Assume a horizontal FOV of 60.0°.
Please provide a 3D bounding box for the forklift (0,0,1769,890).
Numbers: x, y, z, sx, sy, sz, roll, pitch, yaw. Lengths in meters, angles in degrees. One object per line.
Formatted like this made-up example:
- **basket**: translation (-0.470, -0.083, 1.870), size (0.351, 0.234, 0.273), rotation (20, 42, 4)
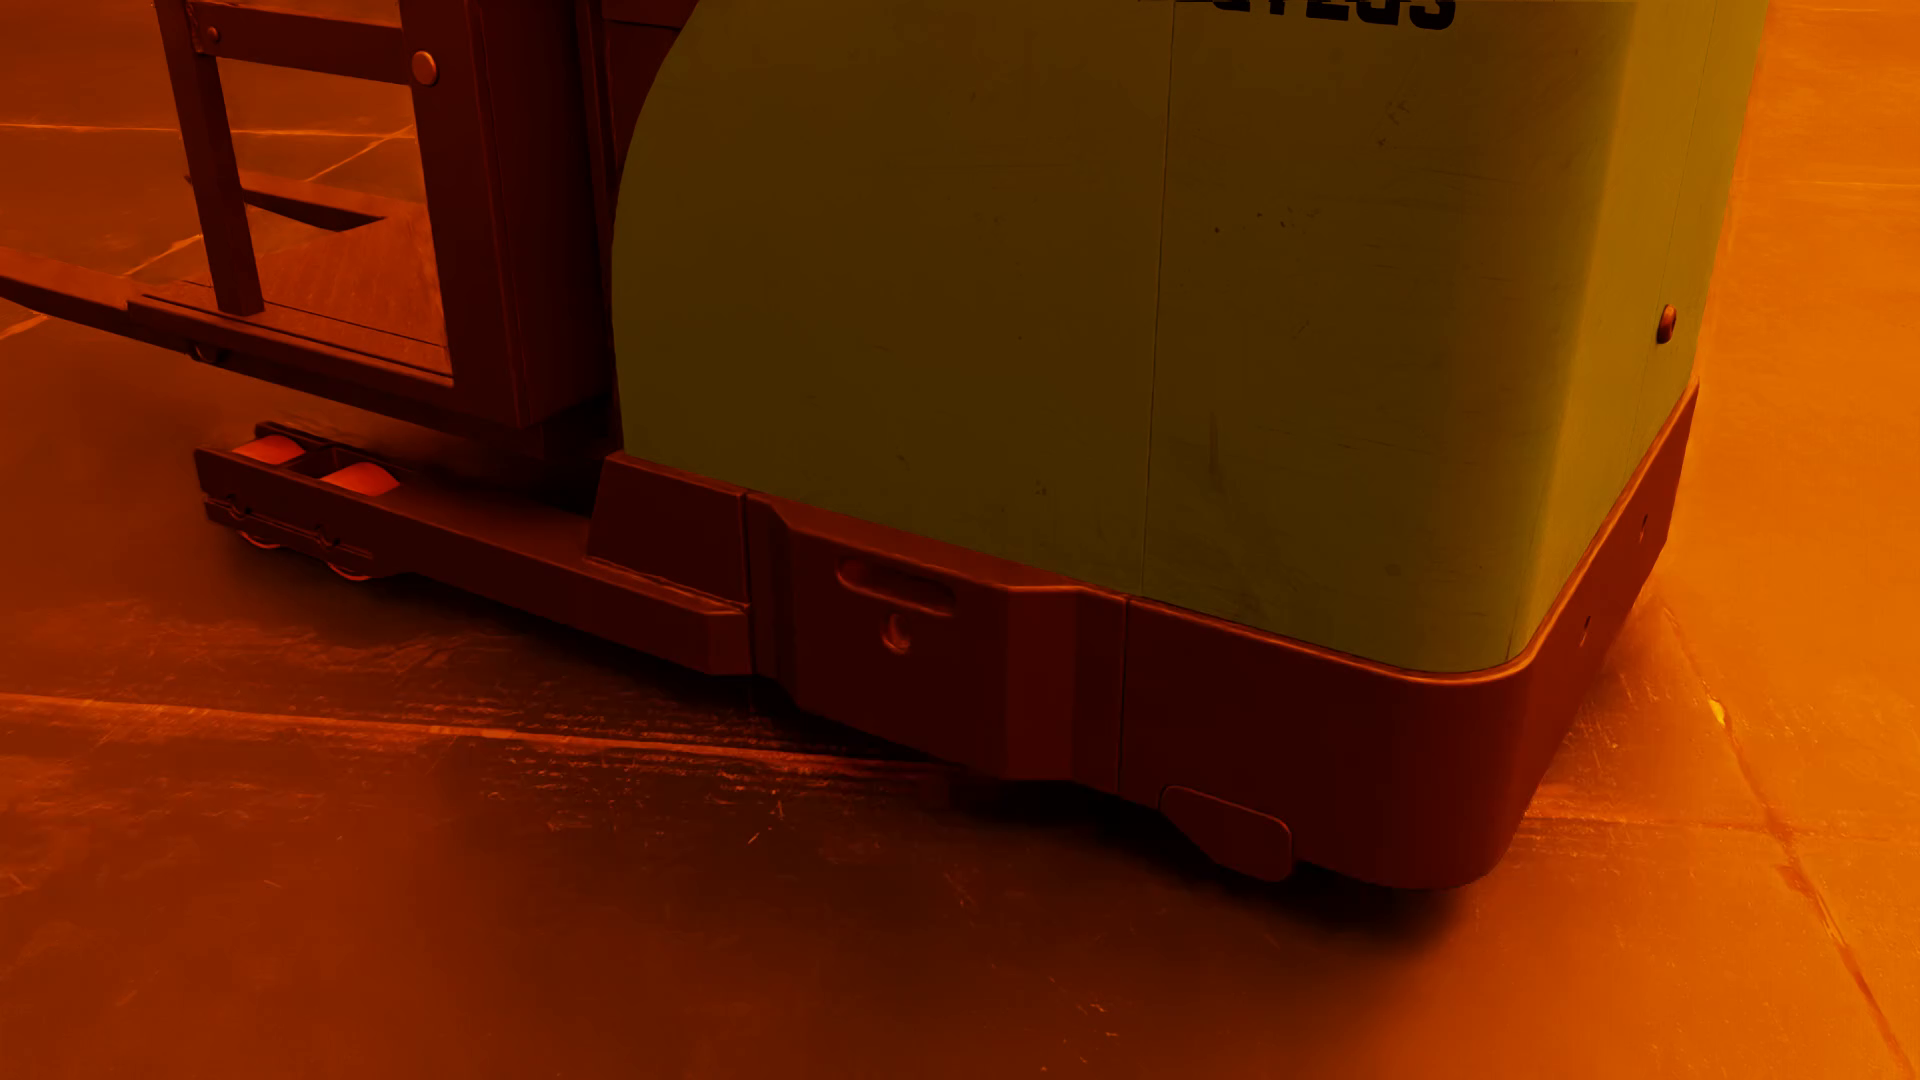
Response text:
- **forklift**: translation (-0.524, -1.436, 2.096), size (3.031, 2.935, 1.130), rotation (15, 30, 28)
